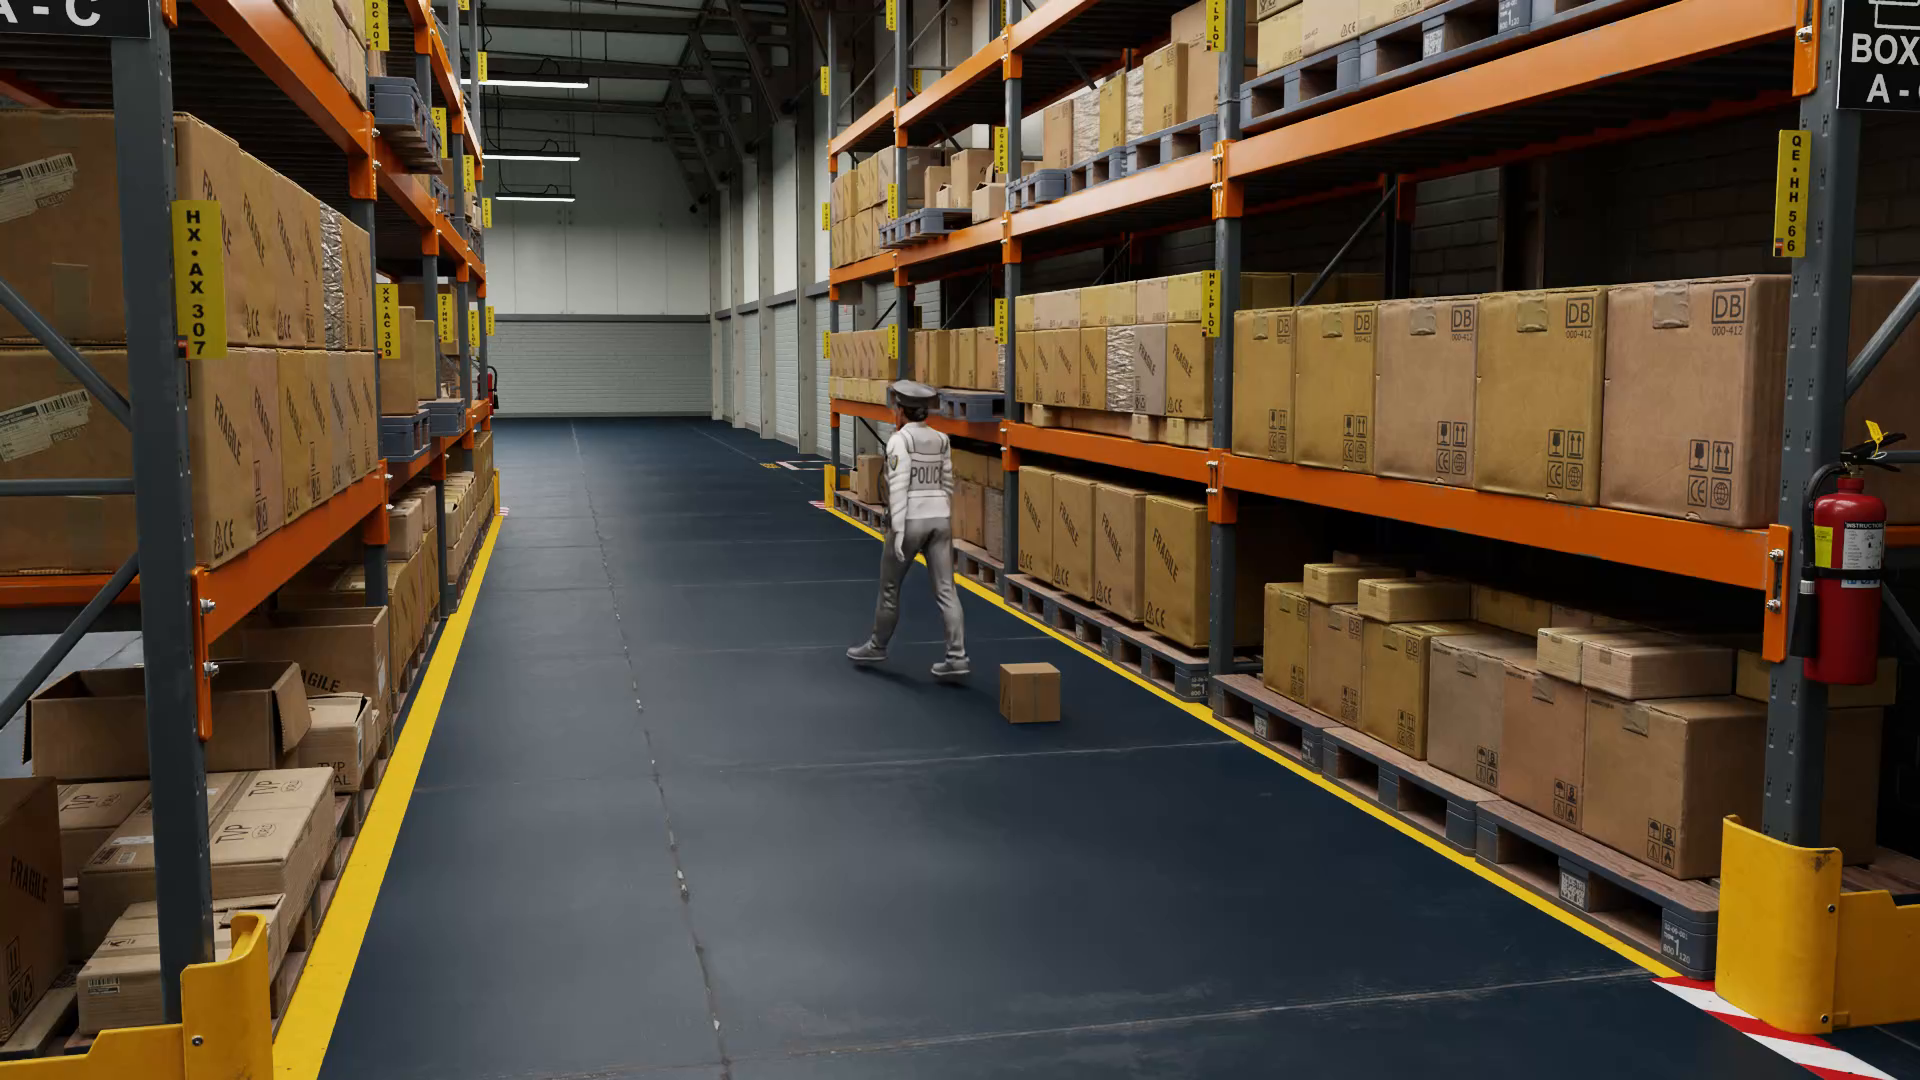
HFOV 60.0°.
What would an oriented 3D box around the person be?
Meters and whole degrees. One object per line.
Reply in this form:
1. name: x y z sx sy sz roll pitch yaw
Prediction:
1. person: -0.249 -0.085 9.293 0.514 1.616 0.968 -4 8 -35
